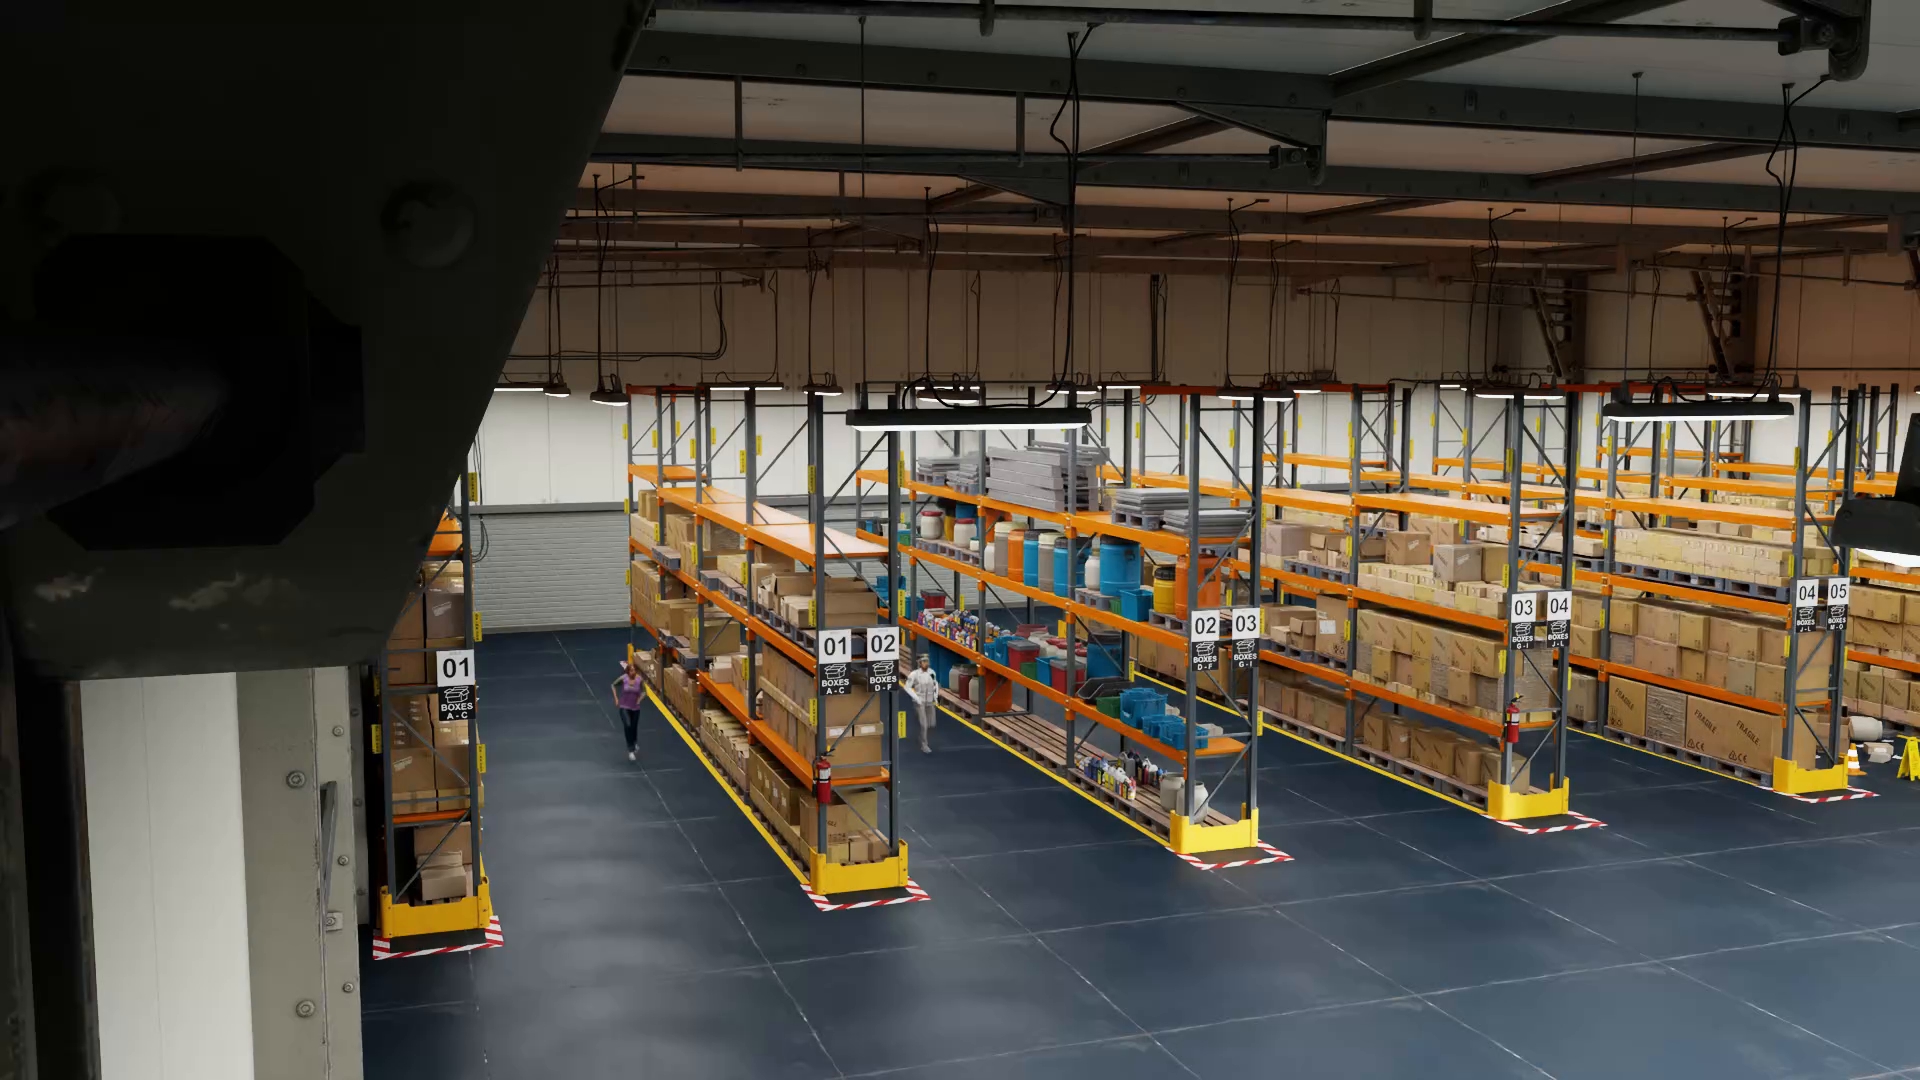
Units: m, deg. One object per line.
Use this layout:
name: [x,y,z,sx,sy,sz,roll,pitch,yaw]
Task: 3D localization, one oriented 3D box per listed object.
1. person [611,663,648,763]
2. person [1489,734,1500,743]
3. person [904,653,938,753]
person: [-5.373,2.755,27.079,0.566,1.589,0.841,-2,6,-19]
person: [9.242,2.594,27.780,0.690,1.706,0.954,-4,7,-31]
person: [-0.624,2.677,27.498,0.628,1.657,0.532,-3,6,-25]
